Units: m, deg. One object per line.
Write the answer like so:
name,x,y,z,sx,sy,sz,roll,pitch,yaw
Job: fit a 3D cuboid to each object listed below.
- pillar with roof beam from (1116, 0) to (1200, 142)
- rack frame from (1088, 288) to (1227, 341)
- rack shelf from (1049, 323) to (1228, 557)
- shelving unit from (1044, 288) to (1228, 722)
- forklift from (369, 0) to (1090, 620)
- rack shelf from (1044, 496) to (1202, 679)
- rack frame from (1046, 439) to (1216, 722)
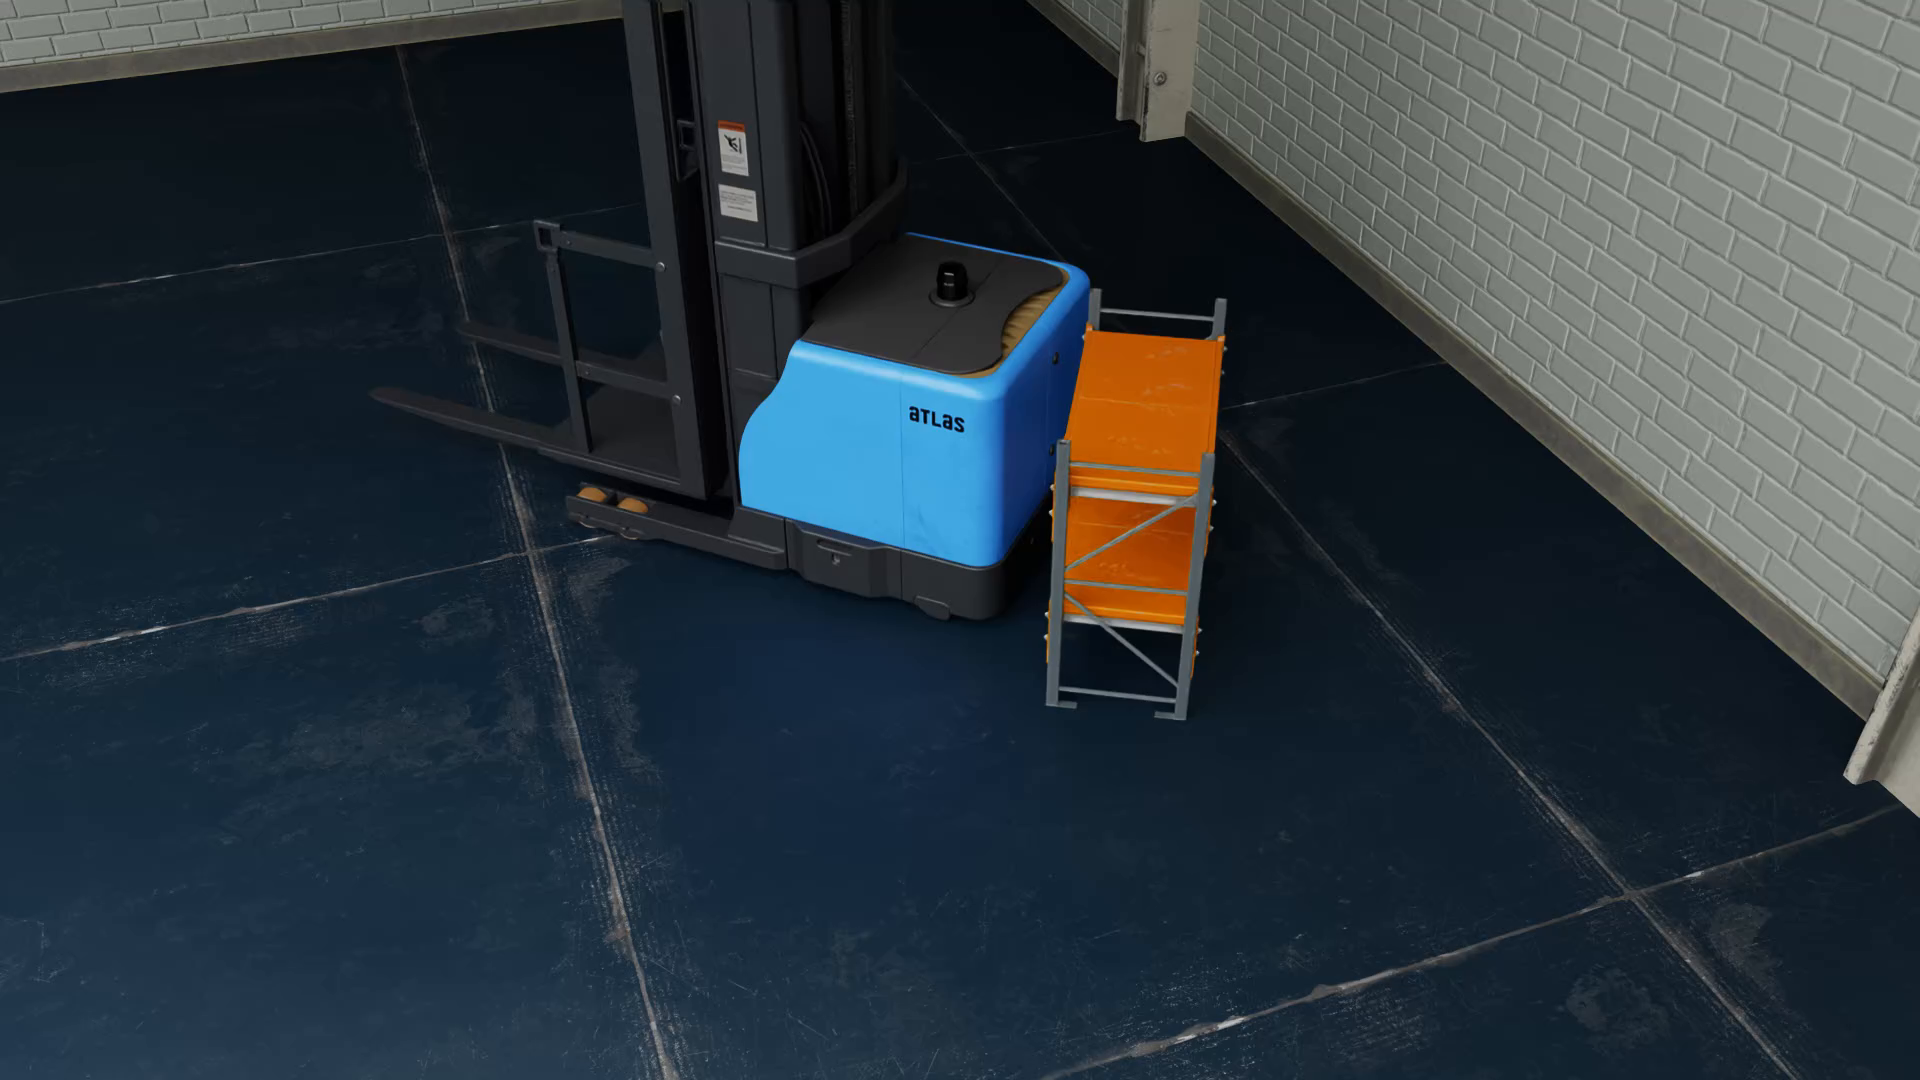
pillar with roof beam,-2.877,-5.213,6.191,9.100,9.000,0.400,-12,39,-16
rack frame,0.723,-0.443,6.403,0.500,1.125,0.032,6,37,8
rack shelf,0.640,-0.375,5.826,0.538,0.278,1.000,6,37,8
shelving unit,0.640,-0.141,6.002,0.538,1.125,1.048,6,37,8
forklift,-1.051,-1.447,6.235,3.031,2.935,1.130,15,39,19
rack shelf,0.640,0.054,6.149,0.538,0.278,1.000,6,37,8
rack frame,0.557,0.161,5.601,0.500,1.125,0.032,6,37,8
